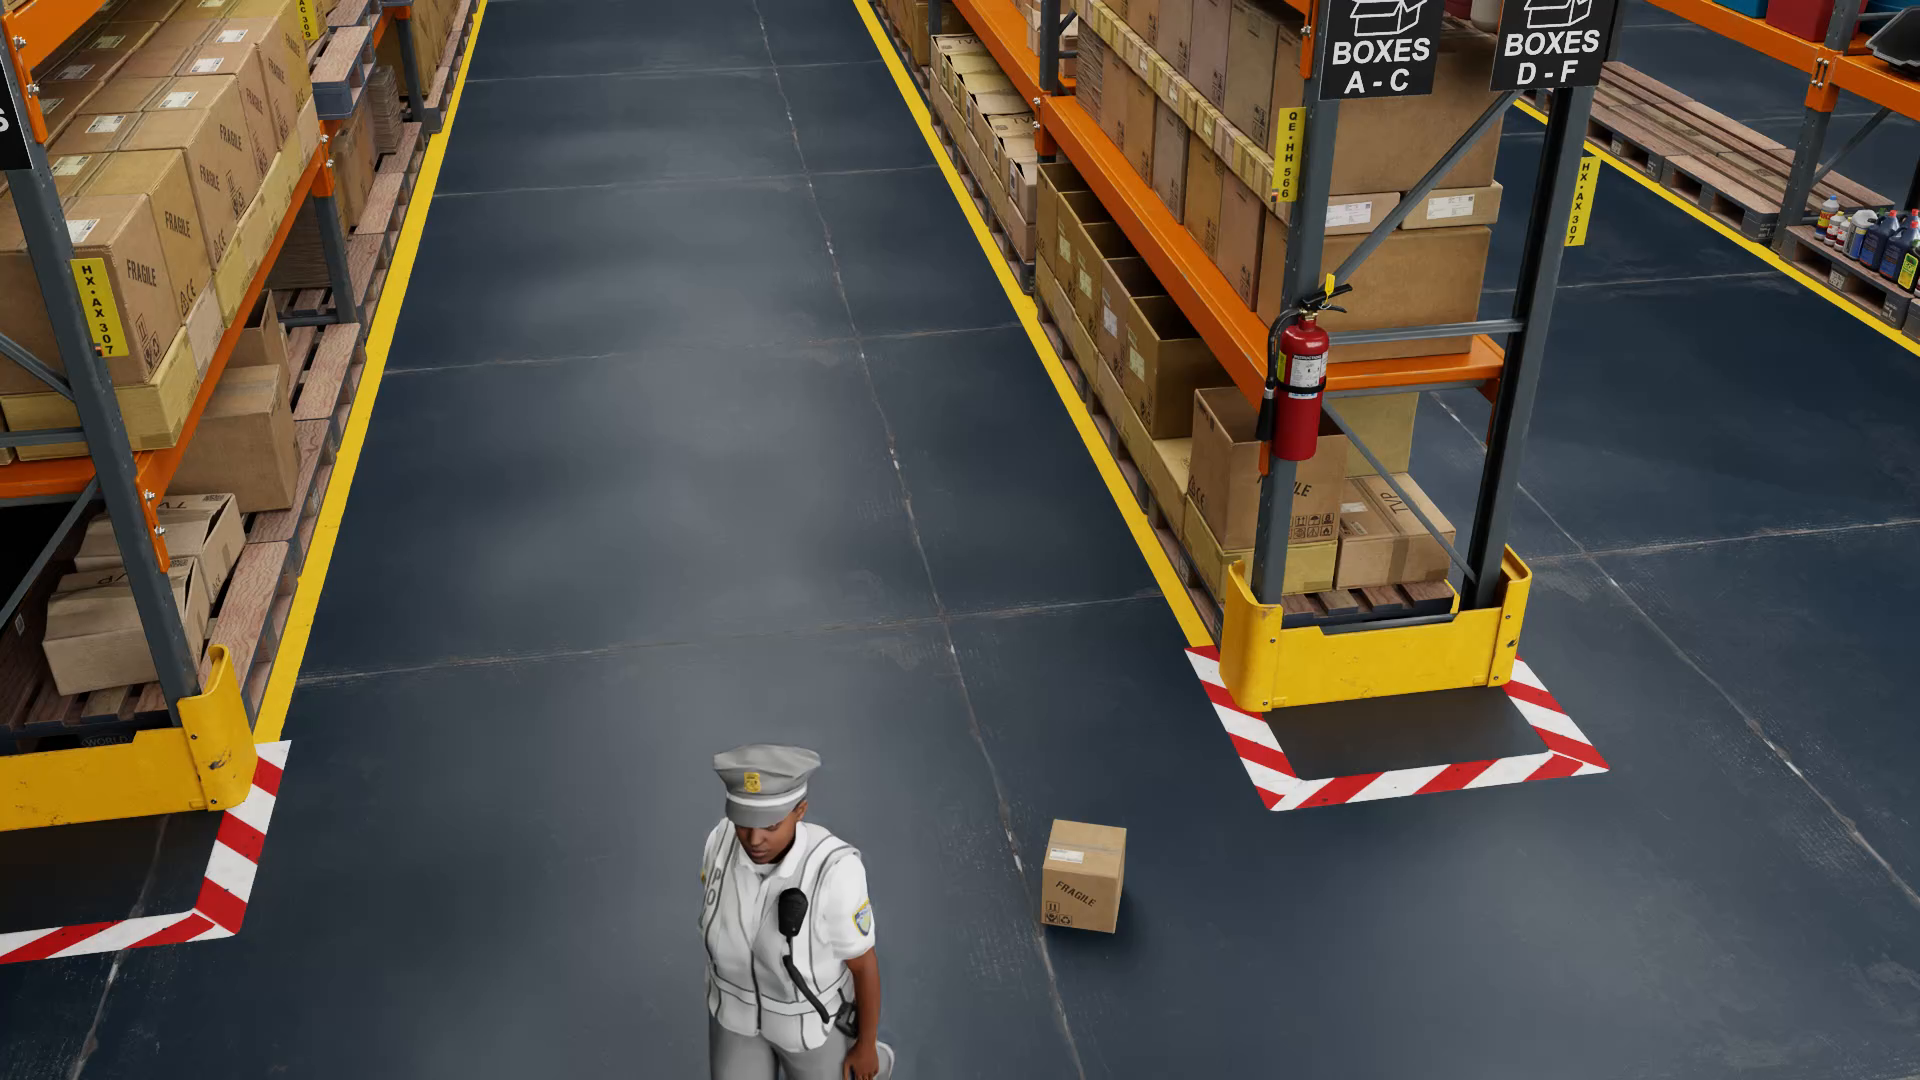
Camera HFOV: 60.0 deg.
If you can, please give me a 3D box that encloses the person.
[{"bbox_3d":[-0.394,1.144,4.168,0.464,1.654,0.768,10,32,17],"label":"person"}]
